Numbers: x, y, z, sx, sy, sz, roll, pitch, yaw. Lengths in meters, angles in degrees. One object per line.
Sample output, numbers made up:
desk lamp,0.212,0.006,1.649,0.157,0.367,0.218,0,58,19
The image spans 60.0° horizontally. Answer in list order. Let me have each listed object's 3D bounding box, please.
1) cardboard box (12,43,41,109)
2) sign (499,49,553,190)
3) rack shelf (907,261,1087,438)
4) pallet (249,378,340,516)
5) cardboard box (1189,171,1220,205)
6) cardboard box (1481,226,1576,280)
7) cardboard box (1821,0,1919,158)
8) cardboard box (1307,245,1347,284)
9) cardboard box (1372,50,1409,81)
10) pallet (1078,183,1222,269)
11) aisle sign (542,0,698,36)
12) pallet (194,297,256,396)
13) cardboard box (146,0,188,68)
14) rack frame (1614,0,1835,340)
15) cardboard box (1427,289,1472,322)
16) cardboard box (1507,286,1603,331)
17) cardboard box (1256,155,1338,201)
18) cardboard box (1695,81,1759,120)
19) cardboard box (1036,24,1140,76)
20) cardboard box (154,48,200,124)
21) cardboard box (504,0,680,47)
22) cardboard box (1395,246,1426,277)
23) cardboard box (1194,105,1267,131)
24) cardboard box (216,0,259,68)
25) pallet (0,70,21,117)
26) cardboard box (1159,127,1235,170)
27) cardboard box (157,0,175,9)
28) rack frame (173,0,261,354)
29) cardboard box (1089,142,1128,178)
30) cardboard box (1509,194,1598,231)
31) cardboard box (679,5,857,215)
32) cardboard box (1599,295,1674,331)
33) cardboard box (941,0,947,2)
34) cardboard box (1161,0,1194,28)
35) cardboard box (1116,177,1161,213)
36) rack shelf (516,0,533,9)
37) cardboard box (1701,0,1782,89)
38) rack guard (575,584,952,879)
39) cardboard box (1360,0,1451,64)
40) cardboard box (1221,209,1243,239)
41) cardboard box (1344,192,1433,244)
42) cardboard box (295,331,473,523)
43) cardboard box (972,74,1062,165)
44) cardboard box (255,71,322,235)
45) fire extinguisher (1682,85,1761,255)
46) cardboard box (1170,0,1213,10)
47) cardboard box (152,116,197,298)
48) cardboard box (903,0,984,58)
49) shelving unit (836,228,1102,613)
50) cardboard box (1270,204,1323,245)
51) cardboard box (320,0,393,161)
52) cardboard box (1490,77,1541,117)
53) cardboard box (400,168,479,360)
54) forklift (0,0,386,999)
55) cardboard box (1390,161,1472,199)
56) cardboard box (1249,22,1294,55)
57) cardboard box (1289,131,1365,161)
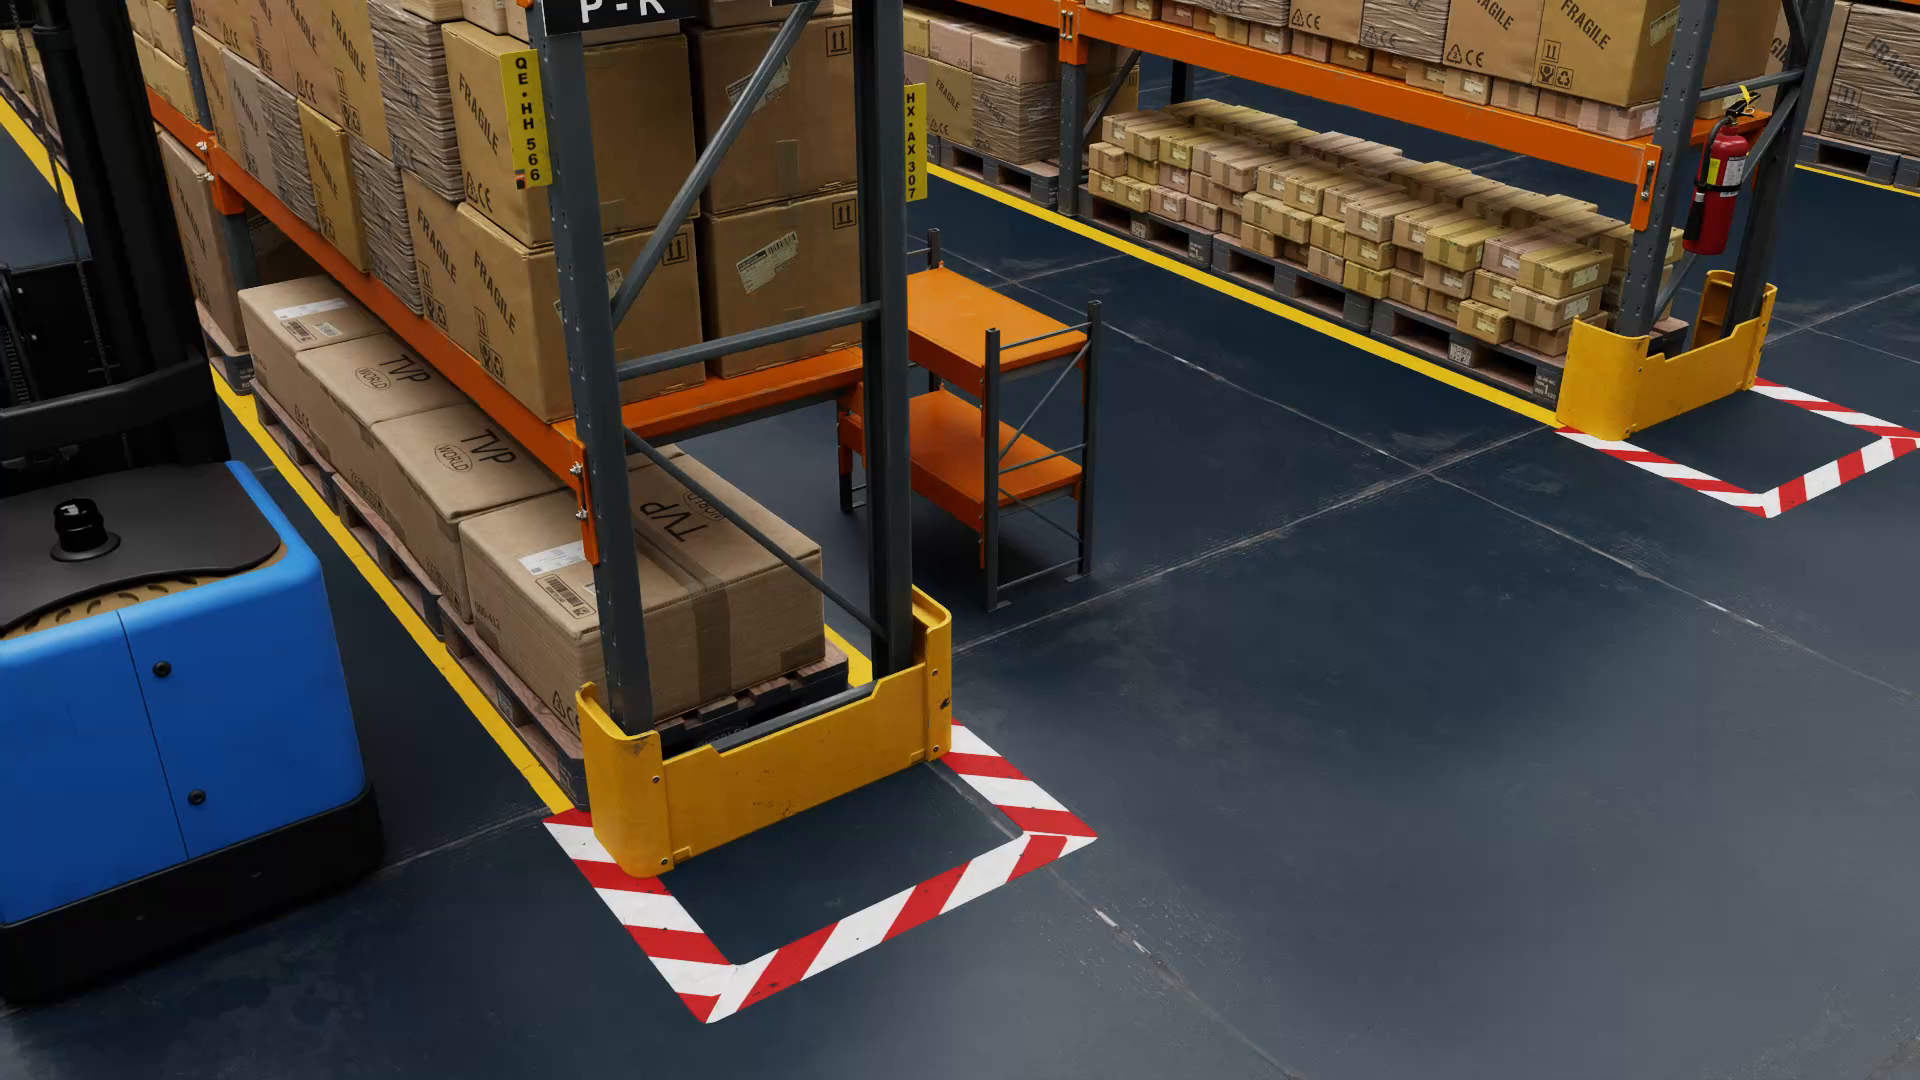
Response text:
cardboard box,-6.421,-3.487,12.341,0.950,0.372,0.625,-18,33,-29
sign,-1.041,-1.012,4.008,0.100,0.325,0.005,-19,34,-31
rack shelf,0.004,-0.749,6.337,0.538,0.278,1.000,-19,34,-31
pallet,-2.534,-0.556,7.552,1.003,0.211,1.213,-19,34,-31
cardboard box,1.557,-2.077,9.667,0.380,0.149,0.250,-21,35,-33
cardboard box,2.770,-1.396,8.100,0.380,0.149,0.250,-18,33,-30
cardboard box,6.517,-3.118,11.135,0.875,0.875,0.875,-19,34,-31
cardboard box,2.097,-1.516,8.946,0.380,0.149,0.250,-18,33,-30
cardboard box,2.288,-2.416,8.320,0.380,0.149,0.250,-20,35,-33
pallet,1.480,-2.031,10.269,1.003,0.211,1.213,-19,34,-31
aisle sign,-0.802,-1.572,3.778,0.394,0.787,0.004,-19,34,-31
pallet,-3.420,-1.152,8.650,1.003,0.211,1.213,-19,34,-31
cardboard box,-3.365,-2.356,7.579,0.500,0.250,0.500,-19,34,-31
rack frame,3.382,-1.953,7.203,1.000,3.000,0.127,-19,34,-31
cardboard box,2.592,-1.230,8.419,0.380,0.149,0.250,-19,34,-31
cardboard box,2.844,-1.142,7.945,0.380,0.149,0.250,-20,34,-32
cardboard box,1.868,-2.002,9.217,0.380,0.149,0.250,-20,35,-33
cardboard box,3.461,-2.059,7.662,0.380,0.149,0.250,-19,34,-31
cardboard box,0.849,-3.284,11.048,0.500,0.250,0.500,-20,35,-33
cardboard box,-3.377,-2.137,7.699,0.500,0.250,0.500,-20,34,-32
cardboard box,-0.963,-1.396,4.345,0.380,0.149,0.250,-18,33,-30
cardboard box,2.469,-1.476,8.561,0.380,0.149,0.250,-19,34,-31
cardboard box,1.661,-2.547,10.220,0.380,0.149,0.250,-18,33,-30
cardboard box,-2.545,-2.132,6.379,0.500,0.500,0.500,-19,34,-31
pallet,-7.099,-3.681,13.307,1.003,0.211,1.213,-19,34,-31
cardboard box,1.391,-2.302,9.769,0.380,0.149,0.250,-19,34,-31
cardboard box,-3.375,-2.686,7.400,0.500,0.500,0.500,-18,33,-29
rack frame,-2.911,-2.099,7.471,1.000,3.000,0.127,-19,34,-31
cardboard box,1.012,-2.341,10.153,0.380,0.149,0.250,-17,33,-28
cardboard box,3.055,-1.651,8.571,0.380,0.149,0.250,-19,34,-31
cardboard box,-0.638,-1.292,4.834,0.500,0.500,0.500,-20,34,-32
cardboard box,3.339,-1.177,8.322,0.380,0.149,0.250,-18,33,-30
cardboard box,-0.064,-3.890,12.163,0.500,0.250,0.500,-18,33,-30
cardboard box,1.368,-3.028,9.446,0.380,0.149,0.250,-20,35,-33
cardboard box,1.166,-2.106,10.032,0.380,0.149,0.250,-18,33,-29
rack shelf,-1.751,-2.323,5.495,1.077,0.370,4.000,-19,34,-31
cardboard box,3.347,-2.379,7.571,0.500,0.500,0.500,-17,33,-28
rack guard,-0.577,0.564,5.187,1.175,0.500,0.348,-19,34,-31
cardboard box,2.316,-2.627,8.028,0.500,0.500,0.500,-19,34,-30
cardboard box,1.725,-1.844,9.549,0.380,0.149,0.250,-20,35,-33
cardboard box,2.216,-1.668,8.603,0.380,0.149,0.250,-17,33,-29
cardboard box,-2.115,-0.535,6.838,0.875,0.438,0.875,-20,34,-32
cardboard box,0.428,-2.812,10.964,0.500,0.500,0.500,-19,34,-32
cardboard box,-2.281,-1.496,6.256,0.500,0.500,0.500,-19,34,-30
fire extinguisher,3.152,-1.530,6.895,0.296,0.674,0.183,-19,34,-31
cardboard box,1.437,-3.230,9.138,0.500,0.500,0.500,-19,34,-31
cardboard box,-3.867,-1.917,8.924,0.875,0.875,0.875,-18,33,-29
cardboard box,-0.181,-3.548,11.534,0.500,0.250,0.500,-20,35,-33
shelving unit,0.004,-0.492,6.477,0.538,1.125,1.048,-19,34,-31
cardboard box,1.914,-1.745,9.056,0.380,0.149,0.250,-18,34,-30
cardboard box,-1.676,-1.537,5.284,0.500,0.500,0.500,-19,34,-31
cardboard box,2.692,-2.092,7.721,0.380,0.149,0.250,-19,34,-31
cardboard box,-1.366,-0.901,5.161,0.500,0.500,0.500,-20,34,-32
forklift,-2.964,-0.730,5.023,1.130,2.935,3.031,-19,34,-31
cardboard box,2.576,-1.950,9.122,0.380,0.149,0.250,-18,33,-30
cardboard box,1.763,-2.699,8.839,0.380,0.149,0.250,-17,33,-29
cardboard box,2.131,-2.250,9.673,0.380,0.149,0.250,-21,35,-33
